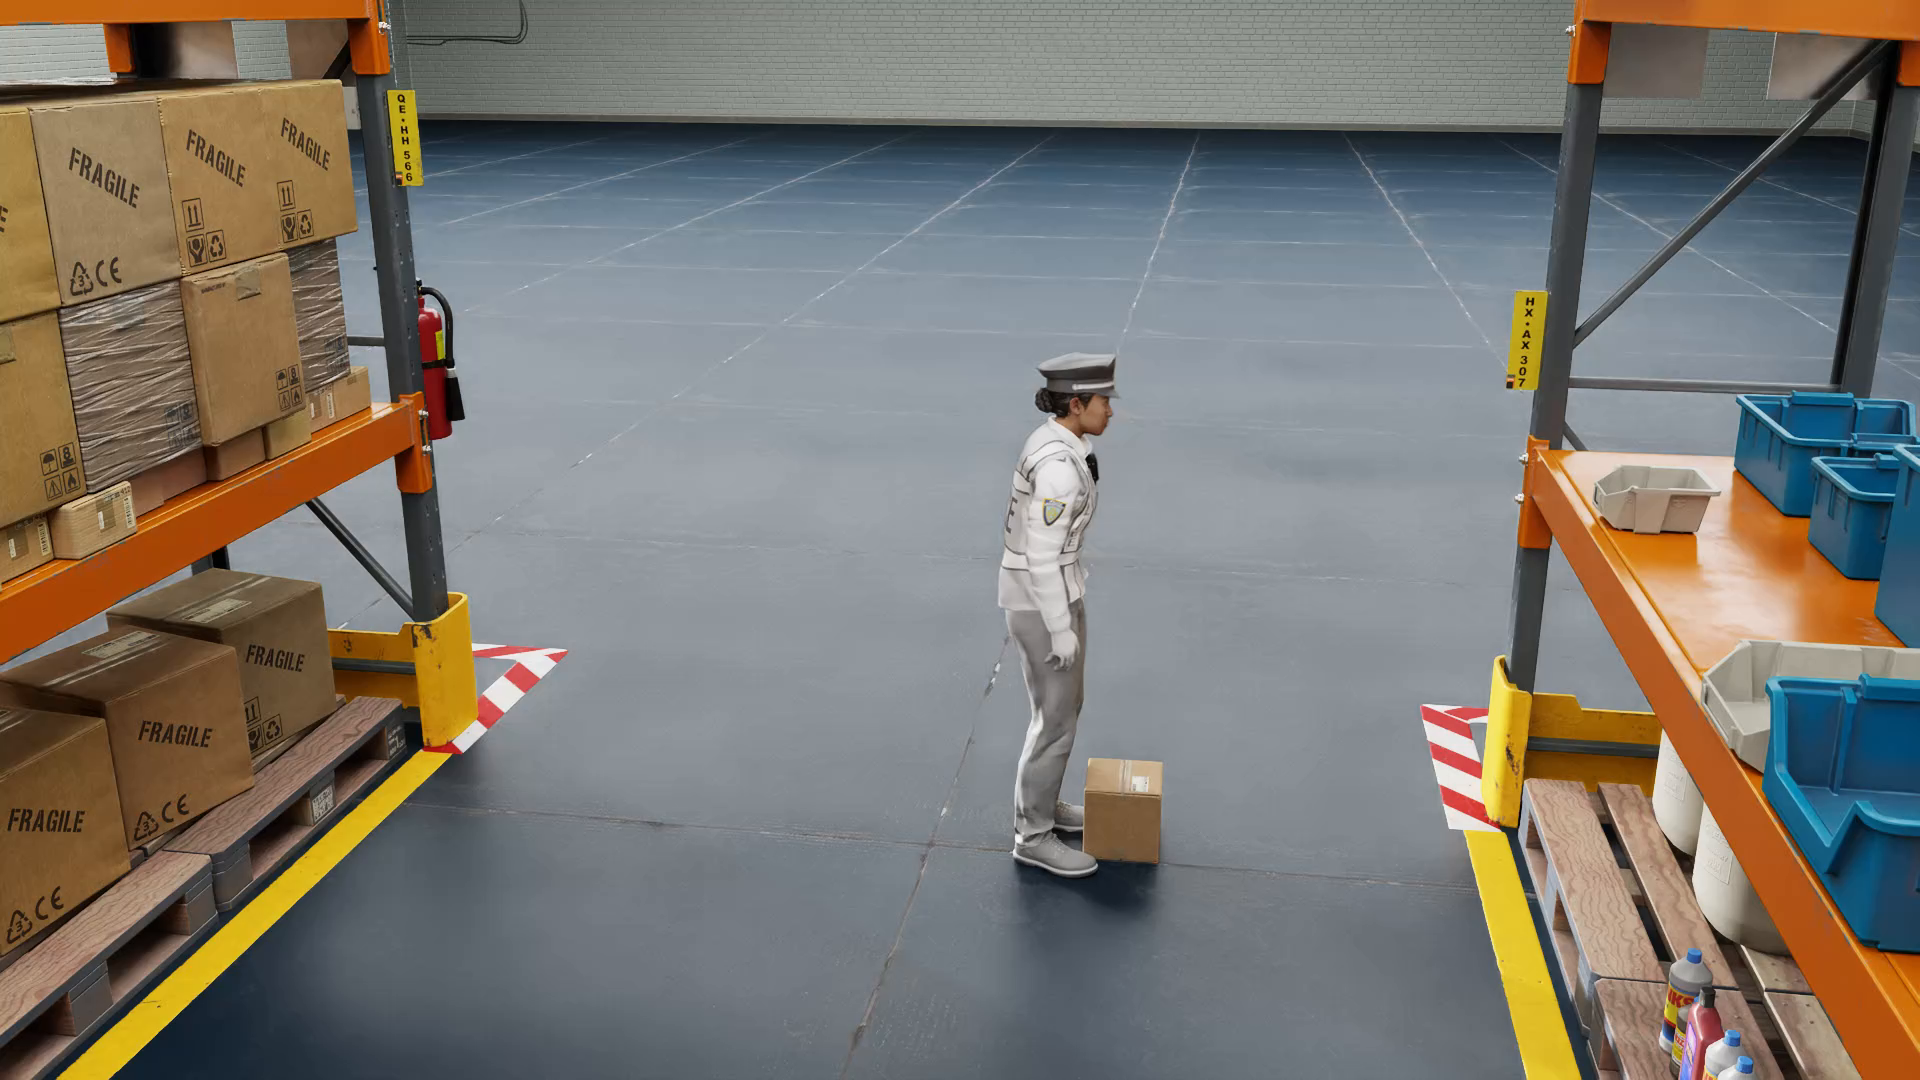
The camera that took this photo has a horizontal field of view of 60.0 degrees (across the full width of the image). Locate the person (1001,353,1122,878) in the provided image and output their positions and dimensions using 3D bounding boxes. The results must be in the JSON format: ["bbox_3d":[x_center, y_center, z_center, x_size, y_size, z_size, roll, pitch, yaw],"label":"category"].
[{"bbox_3d":[0.314,0.219,5.374,0.376,1.663,0.539,2,18,7],"label":"person"}]
